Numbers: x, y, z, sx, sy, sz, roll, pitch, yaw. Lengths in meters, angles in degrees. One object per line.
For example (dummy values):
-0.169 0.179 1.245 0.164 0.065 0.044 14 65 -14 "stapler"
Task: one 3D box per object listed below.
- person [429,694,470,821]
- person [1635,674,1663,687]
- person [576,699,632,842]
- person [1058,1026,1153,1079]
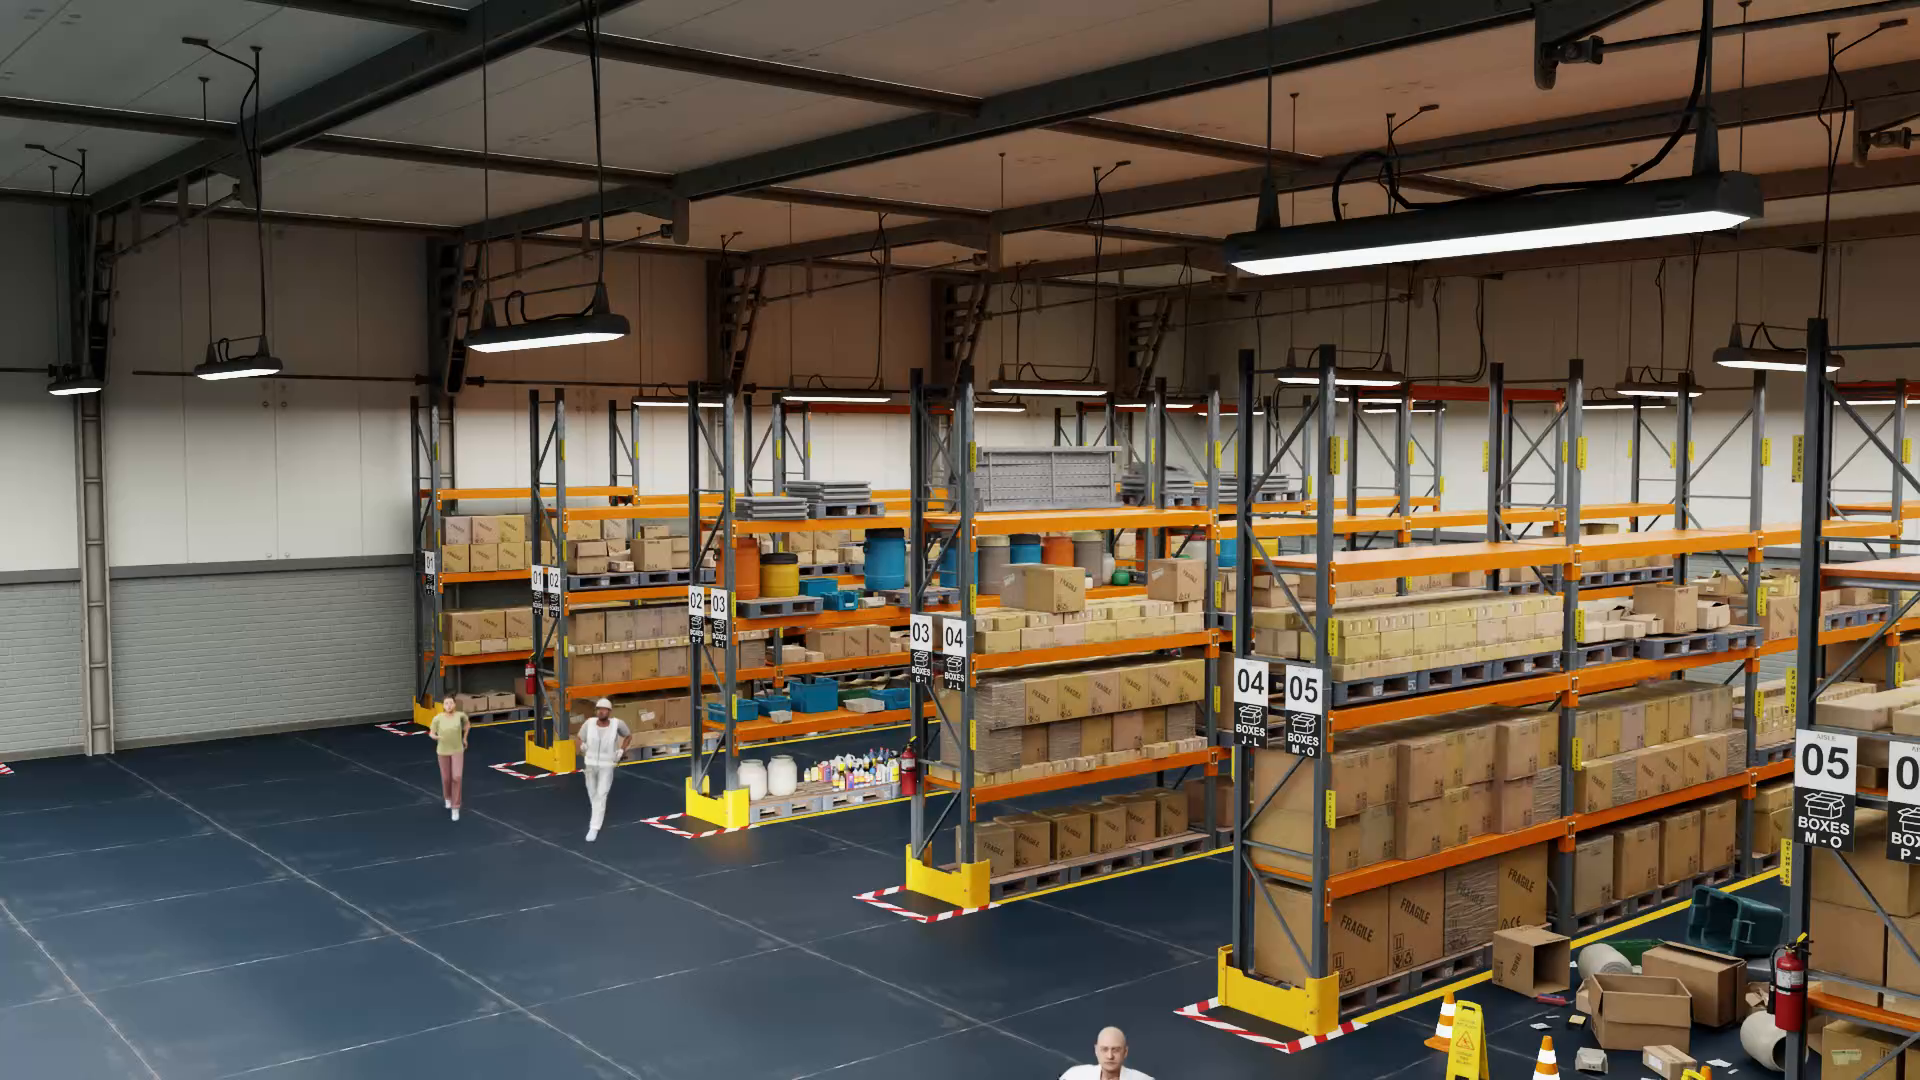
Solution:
-7.056 2.960 23.004 0.540 1.682 0.927 -1 3 -14 "person"
10.481 2.792 25.252 0.670 1.850 0.836 3 4 41 "person"
-4.706 2.979 21.868 0.687 1.803 0.864 0 3 5 "person"
0.853 3.707 9.635 0.691 1.740 0.692 0 3 4 "person"
